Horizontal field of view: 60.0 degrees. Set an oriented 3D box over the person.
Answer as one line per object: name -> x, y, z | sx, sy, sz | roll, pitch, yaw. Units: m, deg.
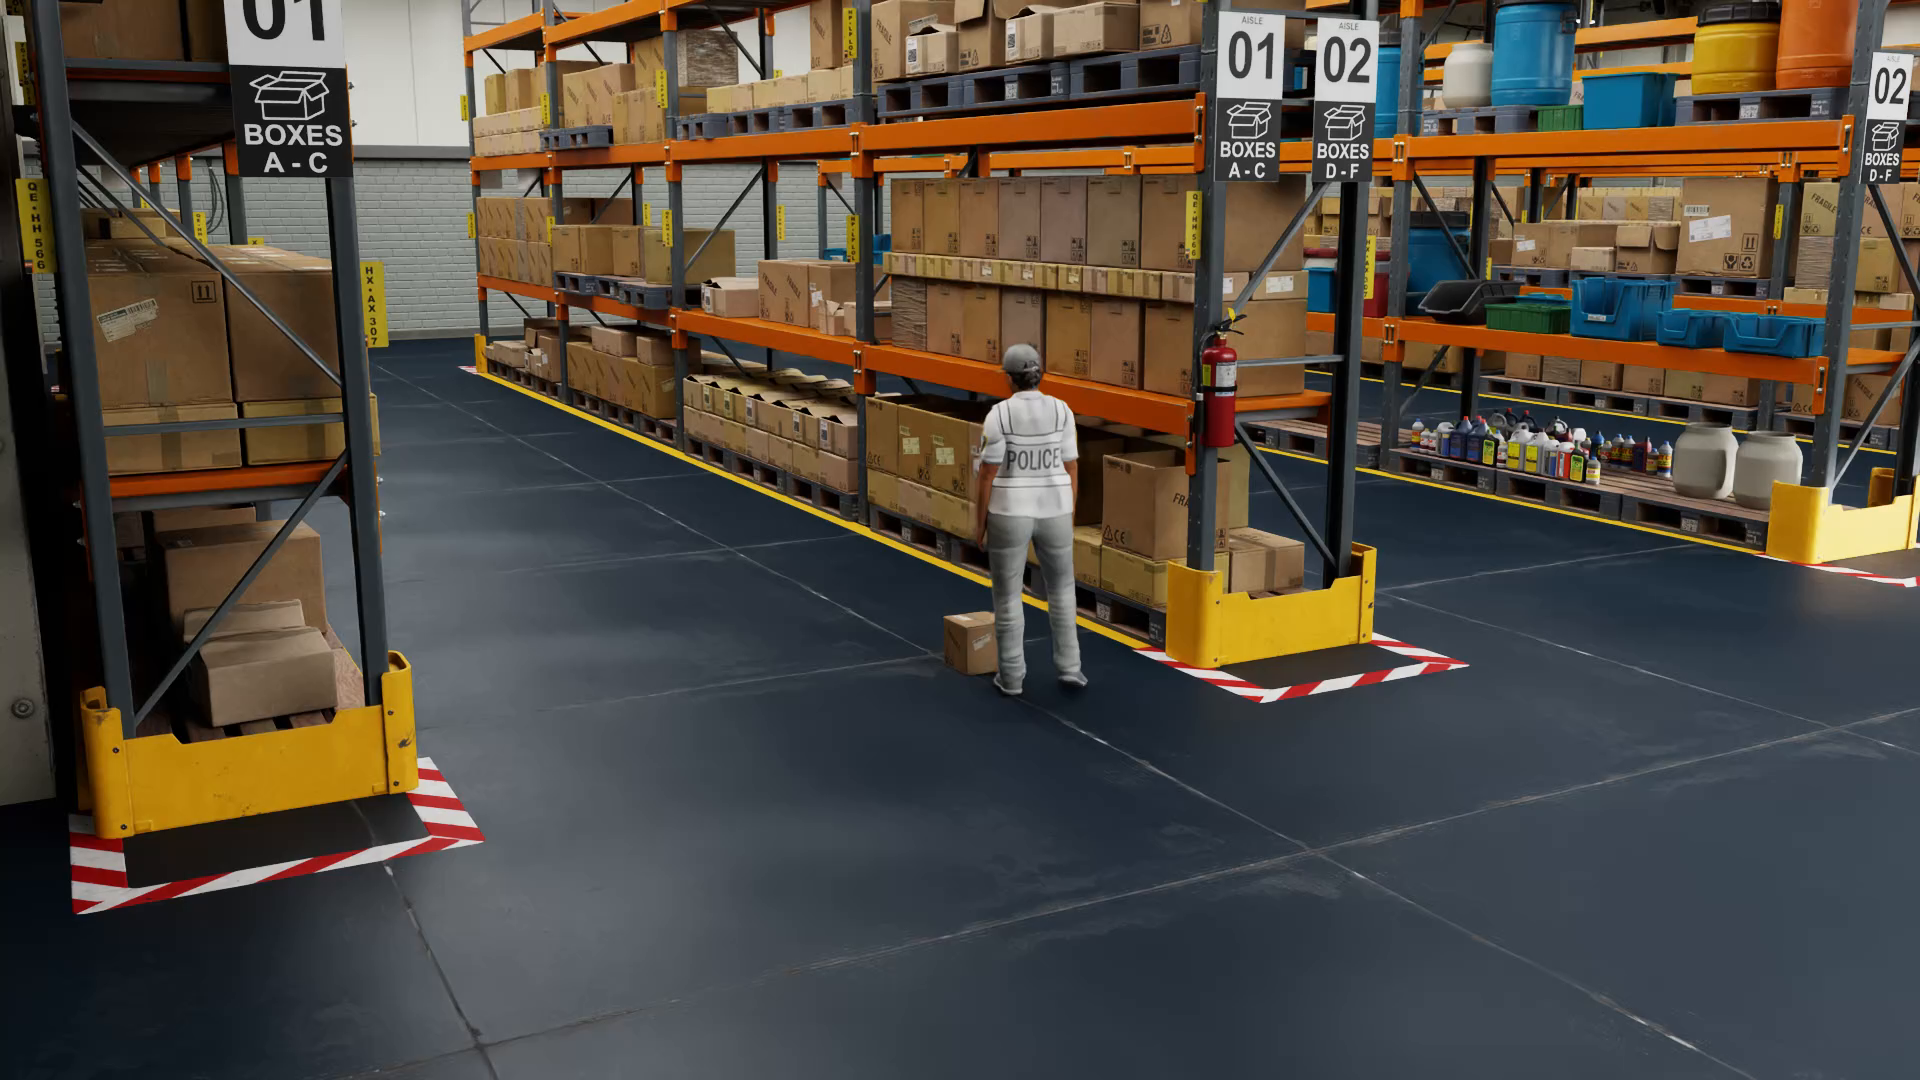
person -> 0.368, -0.070, 7.868 | 0.602, 1.715, 0.391 | -3, 12, -12
